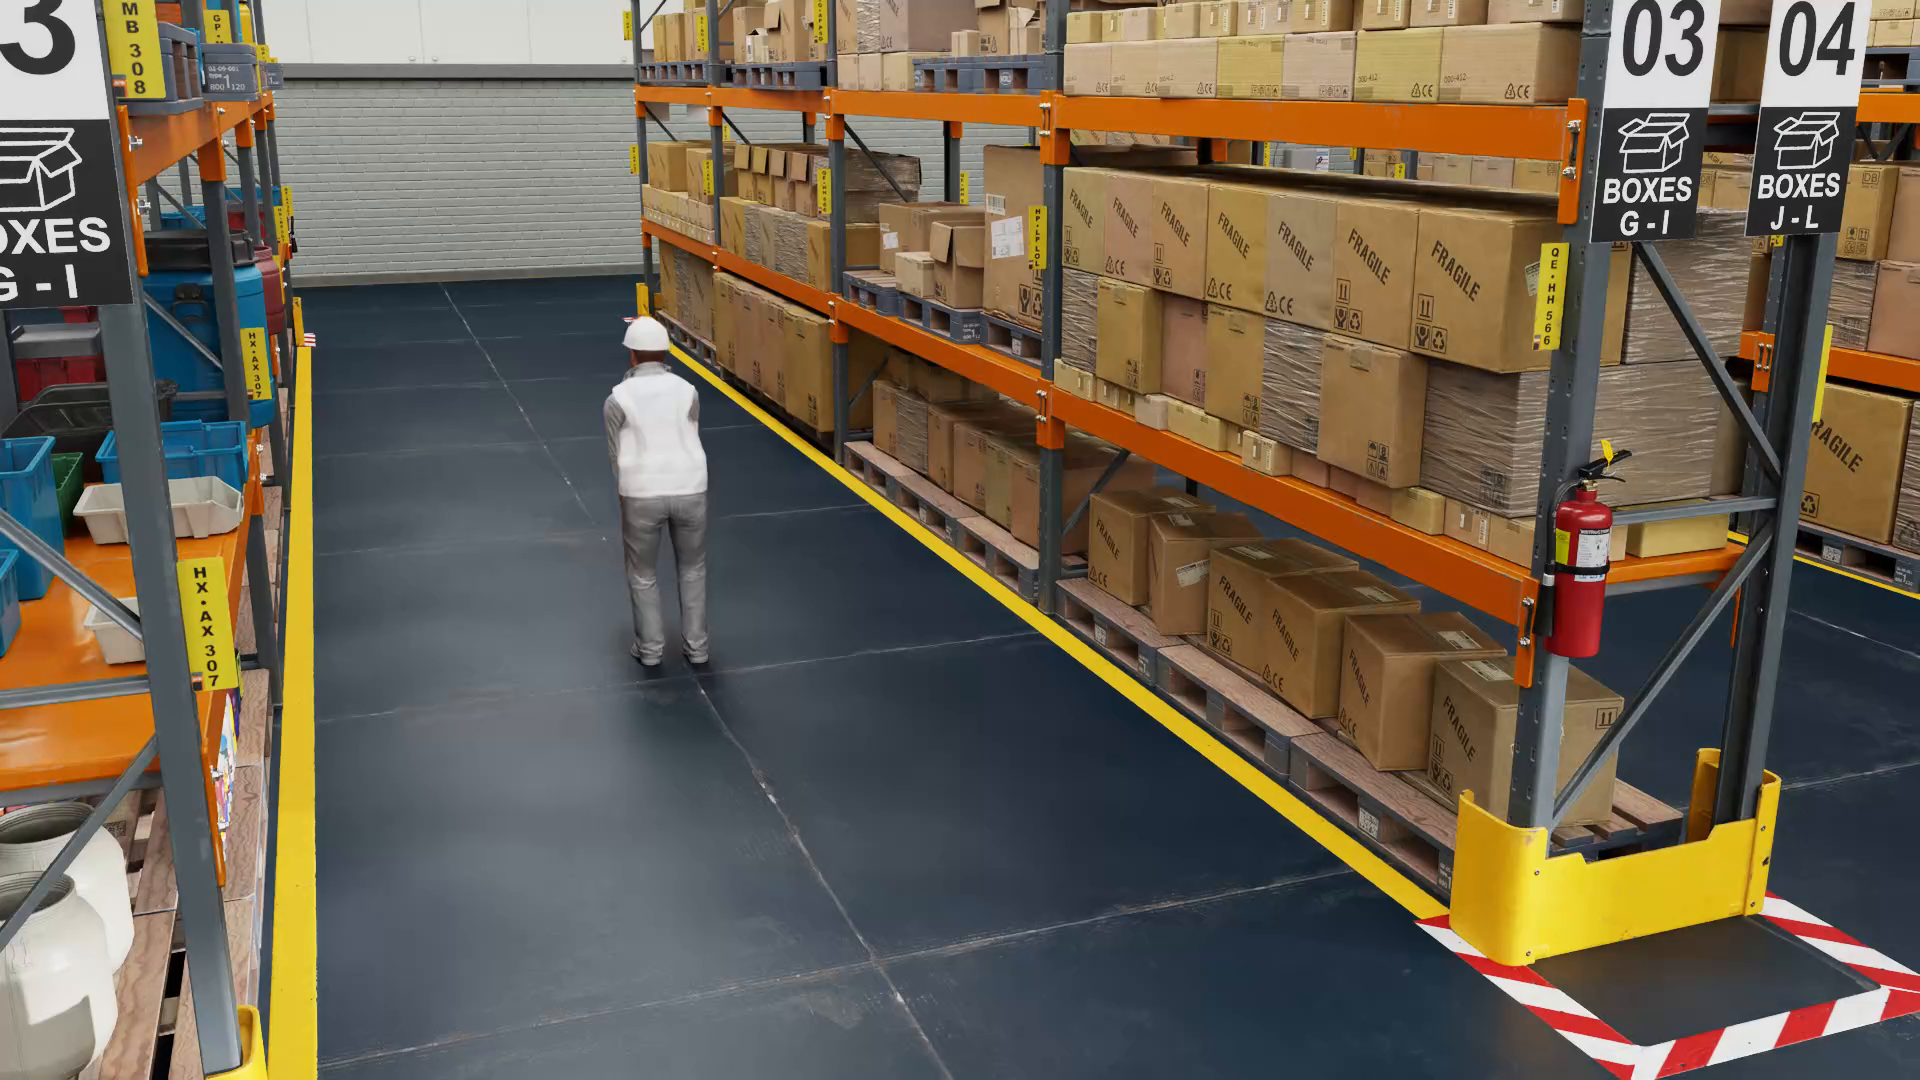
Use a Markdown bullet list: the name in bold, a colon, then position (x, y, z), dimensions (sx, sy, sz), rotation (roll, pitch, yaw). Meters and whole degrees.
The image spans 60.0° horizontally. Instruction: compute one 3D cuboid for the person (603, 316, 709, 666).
- **person**: position (-1.535, -0.245, 8.402), dimensions (0.484, 1.756, 0.584), rotation (-6, 17, -21)
